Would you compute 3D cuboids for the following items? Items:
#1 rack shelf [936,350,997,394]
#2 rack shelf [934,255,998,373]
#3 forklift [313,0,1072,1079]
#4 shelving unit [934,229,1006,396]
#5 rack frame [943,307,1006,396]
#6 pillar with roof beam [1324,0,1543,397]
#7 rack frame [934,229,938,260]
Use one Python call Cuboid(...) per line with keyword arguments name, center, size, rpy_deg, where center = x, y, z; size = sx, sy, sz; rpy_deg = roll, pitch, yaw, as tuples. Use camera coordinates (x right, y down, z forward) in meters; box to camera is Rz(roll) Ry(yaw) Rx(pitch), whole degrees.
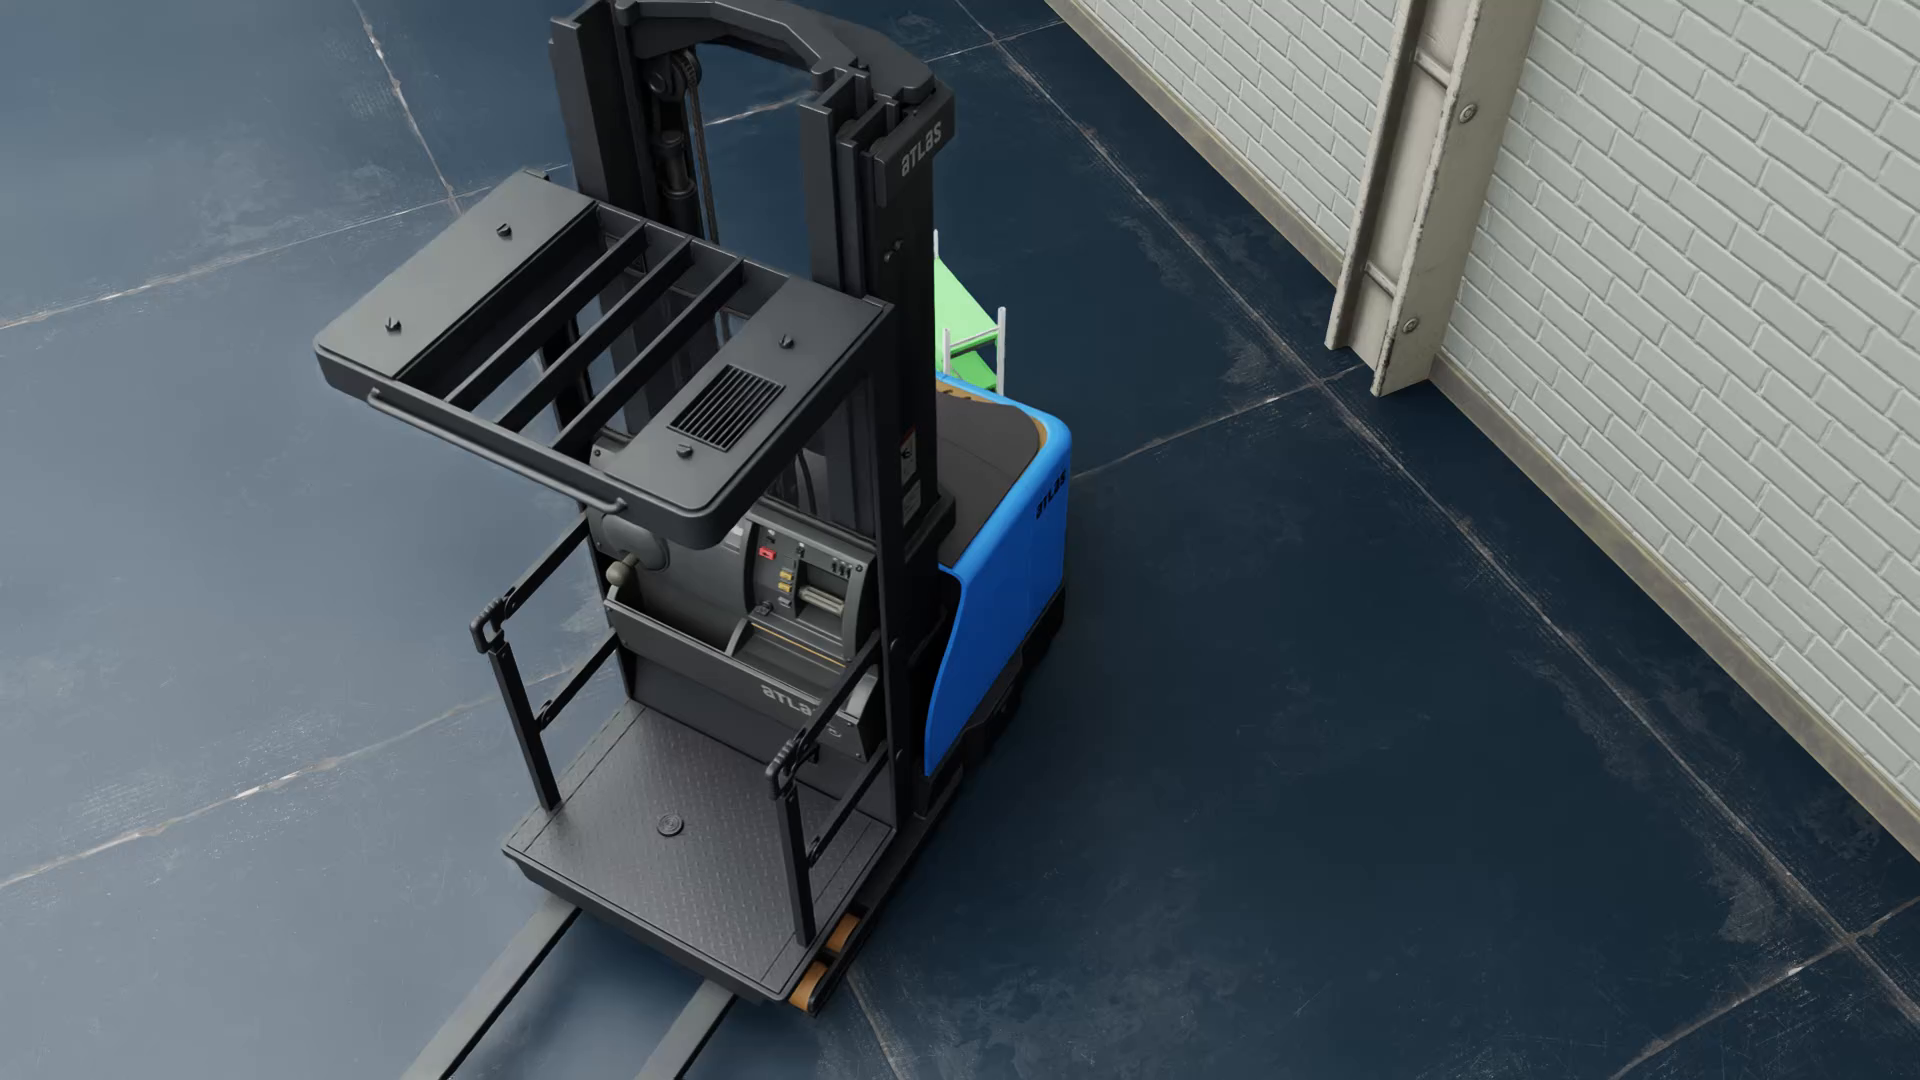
Cuboid(name="rack shelf", center=(-0.070, -0.640, 6.171), size=(0.258, 0.148, 0.480), rpy_deg=(-23, 53, -19))
Cuboid(name="rack shelf", center=(-0.070, -0.798, 5.991), size=(0.258, 0.148, 0.480), rpy_deg=(-23, 53, -19))
Cuboid(name="forklift", center=(-0.771, 0.138, 4.574), size=(1.130, 2.935, 3.031), rpy_deg=(23, 53, 19))
Cuboid(name="shelving unit", center=(-0.070, -0.524, 6.304), size=(0.258, 1.200, 0.503), rpy_deg=(-23, 53, -19))
Cuboid(name="rack frame", center=(0.050, -0.364, 6.164), size=(0.240, 1.200, 0.015), rpy_deg=(-23, 53, -19))
Cuboid(name="pillar with roof beam", center=(-1.980, -2.279, 2.658), size=(9.100, 9.000, 0.400), rpy_deg=(-21, 52, -18))
Cuboid(name="rack frame", center=(-0.189, -0.684, 6.444), size=(0.240, 1.200, 0.015), rpy_deg=(-23, 53, -19))
